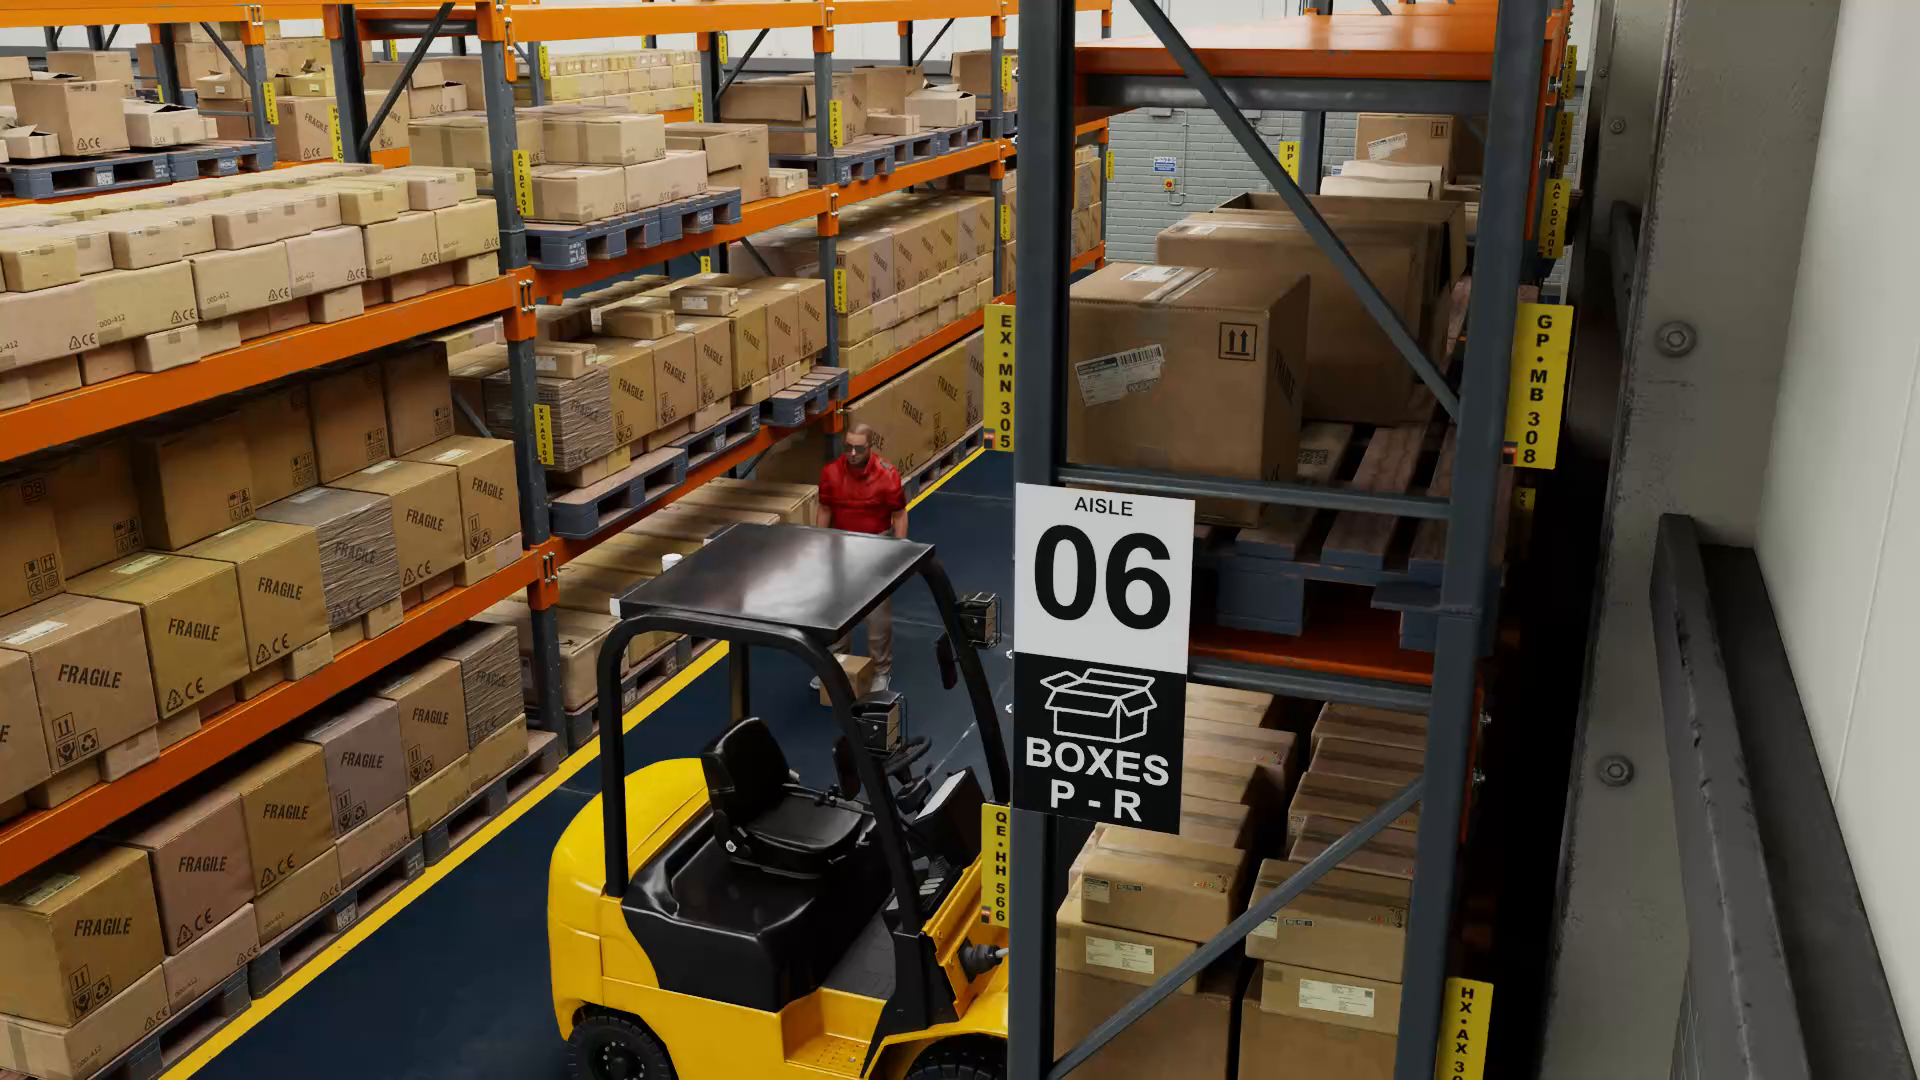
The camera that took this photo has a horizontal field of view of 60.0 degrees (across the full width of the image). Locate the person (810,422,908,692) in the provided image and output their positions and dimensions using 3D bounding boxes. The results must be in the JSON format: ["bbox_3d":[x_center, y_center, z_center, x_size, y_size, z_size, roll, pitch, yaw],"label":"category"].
[{"bbox_3d":[-0.625,0.100,10.285,0.602,1.726,0.407,5,19,15],"label":"person"}]
